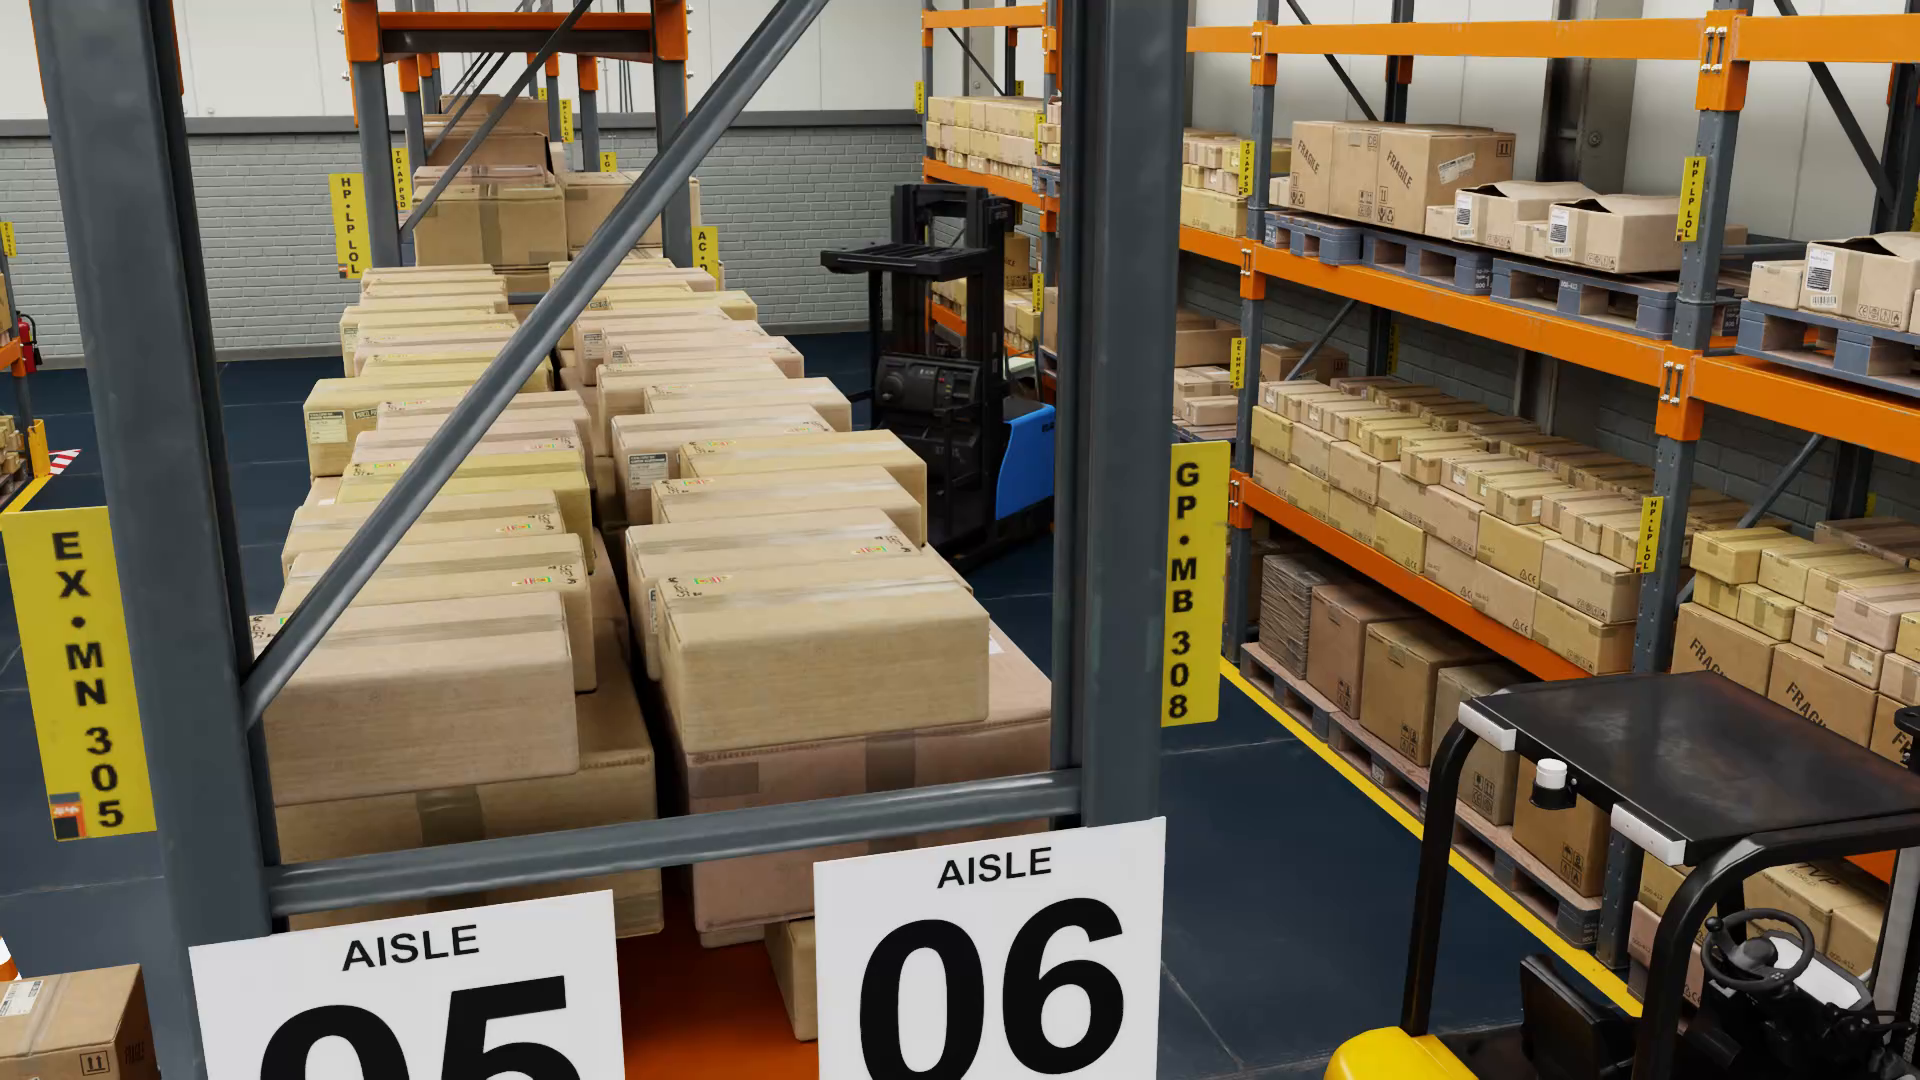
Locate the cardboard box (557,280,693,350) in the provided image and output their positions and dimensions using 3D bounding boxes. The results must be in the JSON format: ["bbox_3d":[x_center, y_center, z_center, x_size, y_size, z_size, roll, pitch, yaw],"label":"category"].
[{"bbox_3d":[-0.950,-0.639,4.701,0.380,0.149,0.250,-4,17,-14],"label":"cardboard box"}]

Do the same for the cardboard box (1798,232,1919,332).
[{"bbox_3d":[3.389,-0.943,5.914,0.500,0.311,0.500,-4,17,-14],"label":"cardboard box"}]

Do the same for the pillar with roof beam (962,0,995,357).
[{"bbox_3d":[-3.917,-6.218,19.012,9.100,9.000,0.400,-5,17,-15],"label":"pillar with roof beam"}]

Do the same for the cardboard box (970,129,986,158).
[{"bbox_3d":[0.408,-3.809,15.947,0.500,0.250,0.500,-5,17,-16],"label":"cardboard box"}]

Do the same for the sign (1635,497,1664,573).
[{"bbox_3d":[2.875,-0.020,6.931,0.100,0.325,0.005,-5,17,-15],"label":"sign"}]

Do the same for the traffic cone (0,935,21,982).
[{"bbox_3d":[-4.105,1.826,7.070,0.336,0.463,0.334,-5,17,-15],"label":"traffic cone"}]

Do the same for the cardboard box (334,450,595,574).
[{"bbox_3d":[-0.797,-0.036,2.693,0.380,0.149,0.250,-5,17,-15],"label":"cardboard box"}]

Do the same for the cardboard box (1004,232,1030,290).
[{"bbox_3d":[0.375,-2.737,16.289,0.500,0.500,0.500,-4,17,-14],"label":"cardboard box"}]

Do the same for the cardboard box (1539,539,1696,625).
[{"bbox_3d":[3.014,0.167,7.572,0.500,0.250,0.500,-5,17,-16],"label":"cardboard box"}]

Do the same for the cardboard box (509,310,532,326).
[{"bbox_3d":[-1.520,-0.520,4.998,0.500,0.250,0.500,-5,17,-16],"label":"cardboard box"}]

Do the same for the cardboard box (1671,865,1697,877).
[{"bbox_3d":[3.226,1.246,6.901,0.500,0.250,0.500,-5,17,-16],"label":"cardboard box"}]

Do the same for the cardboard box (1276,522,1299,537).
[{"bbox_3d":[2.451,-0.139,11.689,0.380,0.149,0.250,-4,17,-12],"label":"cardboard box"}]

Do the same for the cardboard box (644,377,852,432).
[{"bbox_3d":[-0.424,-0.220,3.305,0.380,0.149,0.250,-4,17,-14],"label":"cardboard box"}]

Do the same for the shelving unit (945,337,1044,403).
[{"bbox_3d":[0.356,-1.044,14.711,0.431,1.500,0.755,-22,23,-38],"label":"shelving unit"}]

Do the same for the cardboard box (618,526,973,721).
[{"bbox_3d":[-0.289,0.143,2.791,0.500,0.250,0.500,-5,17,-16],"label":"cardboard box"}]

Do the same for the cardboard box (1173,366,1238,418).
[{"bbox_3d":[1.694,-1.051,11.769,0.500,0.250,0.500,-6,18,-18],"label":"cardboard box"}]

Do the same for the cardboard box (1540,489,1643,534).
[{"bbox_3d":[2.982,-0.127,7.858,0.380,0.149,0.250,-5,17,-15],"label":"cardboard box"}]

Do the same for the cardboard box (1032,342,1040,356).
[{"bbox_3d":[0.865,-1.710,14.868,0.380,0.149,0.250,-4,17,-14],"label":"cardboard box"}]

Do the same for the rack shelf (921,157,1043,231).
[{"bbox_3d":[0.646,-3.407,16.118,1.077,0.370,4.000,-5,17,-15],"label":"rack shelf"}]

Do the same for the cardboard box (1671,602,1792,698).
[{"bbox_3d":[3.265,0.546,6.746,0.500,0.500,0.500,-5,17,-17],"label":"cardboard box"}]

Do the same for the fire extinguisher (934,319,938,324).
[{"bbox_3d":[-0.388,-2.657,18.366,0.296,0.674,0.183,-5,17,-15],"label":"fire extinguisher"}]

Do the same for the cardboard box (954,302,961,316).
[{"bbox_3d":[0.154,-2.424,17.245,0.380,0.149,0.250,-4,17,-14],"label":"cardboard box"}]

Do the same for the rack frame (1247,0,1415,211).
[{"bbox_3d":[2.295,-3.529,10.058,1.000,3.000,0.127,-5,17,-15],"label":"rack frame"}]

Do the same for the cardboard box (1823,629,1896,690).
[{"bbox_3d":[3.397,0.417,6.050,0.380,0.149,0.250,-4,17,-14],"label":"cardboard box"}]

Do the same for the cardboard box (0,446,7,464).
[{"bbox_3d":[-8.843,-0.767,15.000,0.380,0.149,0.250,-5,18,-18],"label":"cardboard box"}]

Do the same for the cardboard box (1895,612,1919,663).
[{"bbox_3d":[3.503,0.345,5.770,0.380,0.149,0.250,-5,17,-16],"label":"cardboard box"}]

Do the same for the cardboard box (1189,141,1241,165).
[{"bbox_3d":[1.794,-2.650,11.397,0.380,0.149,0.250,-5,17,-16],"label":"cardboard box"}]

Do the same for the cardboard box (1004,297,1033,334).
[{"bbox_3d":[0.669,-2.092,15.445,0.500,0.250,0.500,-5,17,-15],"label":"cardboard box"}]

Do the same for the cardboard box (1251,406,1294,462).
[{"bbox_3d":[2.158,-0.679,10.391,0.500,0.250,0.500,-5,17,-15],"label":"cardboard box"}]

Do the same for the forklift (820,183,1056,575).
[{"bbox_3d":[-0.372,-1.231,12.954,1.130,2.935,3.031,10,19,30],"label":"forklift"}]

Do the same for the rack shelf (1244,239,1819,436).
[{"bbox_3d":[2.845,-1.195,8.751,1.077,0.370,4.000,-5,17,-15],"label":"rack shelf"}]

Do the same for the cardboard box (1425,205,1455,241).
[{"bbox_3d":[2.588,-1.608,8.410,0.380,0.149,0.250,-5,17,-16],"label":"cardboard box"}]

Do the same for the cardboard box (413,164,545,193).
[{"bbox_3d":[-1.961,-1.392,6.820,0.500,0.250,0.500,-4,17,-14],"label":"cardboard box"}]

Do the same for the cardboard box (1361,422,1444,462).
[{"bbox_3d":[2.464,-0.547,9.257,0.380,0.149,0.250,-4,17,-14],"label":"cardboard box"}]

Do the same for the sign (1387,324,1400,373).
[{"bbox_3d":[2.828,-1.255,10.904,0.100,0.325,0.005,-5,17,-15],"label":"sign"}]

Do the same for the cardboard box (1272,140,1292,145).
[{"bbox_3d":[2.229,-2.689,11.525,0.380,0.149,0.250,-4,17,-13],"label":"cardboard box"}]

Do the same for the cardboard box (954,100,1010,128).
[{"bbox_3d":[0.250,-4.193,16.356,0.500,0.250,0.500,-5,17,-16],"label":"cardboard box"}]

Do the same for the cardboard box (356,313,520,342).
[{"bbox_3d":[-1.278,-0.458,4.100,0.380,0.149,0.250,-5,18,-17],"label":"cardboard box"}]

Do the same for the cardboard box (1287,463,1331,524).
[{"bbox_3d":[2.315,-0.302,10.005,0.500,0.250,0.500,-5,17,-16],"label":"cardboard box"}]

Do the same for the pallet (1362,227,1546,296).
[{"bbox_3d":[2.878,-1.512,8.886,1.003,0.211,1.213,-4,17,-13],"label":"pallet"}]

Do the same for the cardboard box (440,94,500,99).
[{"bbox_3d":[-4.265,-3.639,14.561,0.500,0.500,0.500,-4,17,-14],"label":"cardboard box"}]

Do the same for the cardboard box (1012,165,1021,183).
[{"bbox_3d":[0.683,-3.297,14.938,0.380,0.149,0.250,-4,17,-13],"label":"cardboard box"}]

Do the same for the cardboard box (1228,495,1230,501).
[{"bbox_3d":[1.781,-0.236,12.012,0.380,0.149,0.250,-5,18,-17],"label":"cardboard box"}]

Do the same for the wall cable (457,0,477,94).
[{"bbox_3d":[-6.509,-6.899,21.279,0.463,3.000,0.029,-5,17,-15],"label":"wall cable"}]

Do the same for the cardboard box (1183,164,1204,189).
[{"bbox_3d":[1.756,-2.504,11.427,0.380,0.149,0.250,-5,17,-15],"label":"cardboard box"}]

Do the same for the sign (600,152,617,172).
[{"bbox_3d":[-1.954,-1.989,9.246,0.100,0.325,0.005,-5,17,-15],"label":"sign"}]

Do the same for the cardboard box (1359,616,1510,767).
[{"bbox_3d":[2.826,0.820,9.405,0.875,0.625,0.625,-5,18,-18],"label":"cardboard box"}]

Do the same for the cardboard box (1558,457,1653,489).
[{"bbox_3d":[3.279,-0.309,8.467,0.380,0.149,0.250,-5,17,-15],"label":"cardboard box"}]

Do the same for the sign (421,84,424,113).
[{"bbox_3d":[-5.210,-4.326,16.269,0.100,0.325,0.005,-5,17,-15],"label":"sign"}]

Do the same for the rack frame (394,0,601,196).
[{"bbox_3d":[-2.476,-3.135,8.748,1.000,3.000,0.127,-5,17,-15],"label":"rack frame"}]

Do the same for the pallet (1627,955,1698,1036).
[{"bbox_3d":[3.573,2.009,6.895,1.003,0.211,1.213,-5,17,-15],"label":"pallet"}]

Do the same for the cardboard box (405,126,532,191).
[{"bbox_3d":[-2.931,-2.207,9.966,0.700,0.500,0.500,-6,18,-18],"label":"cardboard box"}]

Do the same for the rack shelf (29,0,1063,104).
[{"bbox_3d":[-0.828,-1.130,3.327,1.077,0.370,4.000,-5,17,-15],"label":"rack shelf"}]

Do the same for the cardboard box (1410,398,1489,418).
[{"bbox_3d":[2.905,-0.738,9.893,0.380,0.149,0.250,-5,17,-16],"label":"cardboard box"}]

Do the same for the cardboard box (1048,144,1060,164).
[{"bbox_3d":[0.933,-3.139,13.507,0.380,0.149,0.250,-5,17,-15],"label":"cardboard box"}]

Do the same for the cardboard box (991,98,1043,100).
[{"bbox_3d":[0.629,-4.370,16.948,0.500,0.250,0.500,-5,17,-17],"label":"cardboard box"}]

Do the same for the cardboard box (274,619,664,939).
[{"bbox_3d":[-0.678,0.323,2.192,0.500,0.250,0.500,-5,17,-16],"label":"cardboard box"}]

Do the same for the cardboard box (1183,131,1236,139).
[{"bbox_3d":[1.839,-2.972,12.434,0.380,0.149,0.250,-4,17,-14],"label":"cardboard box"}]
